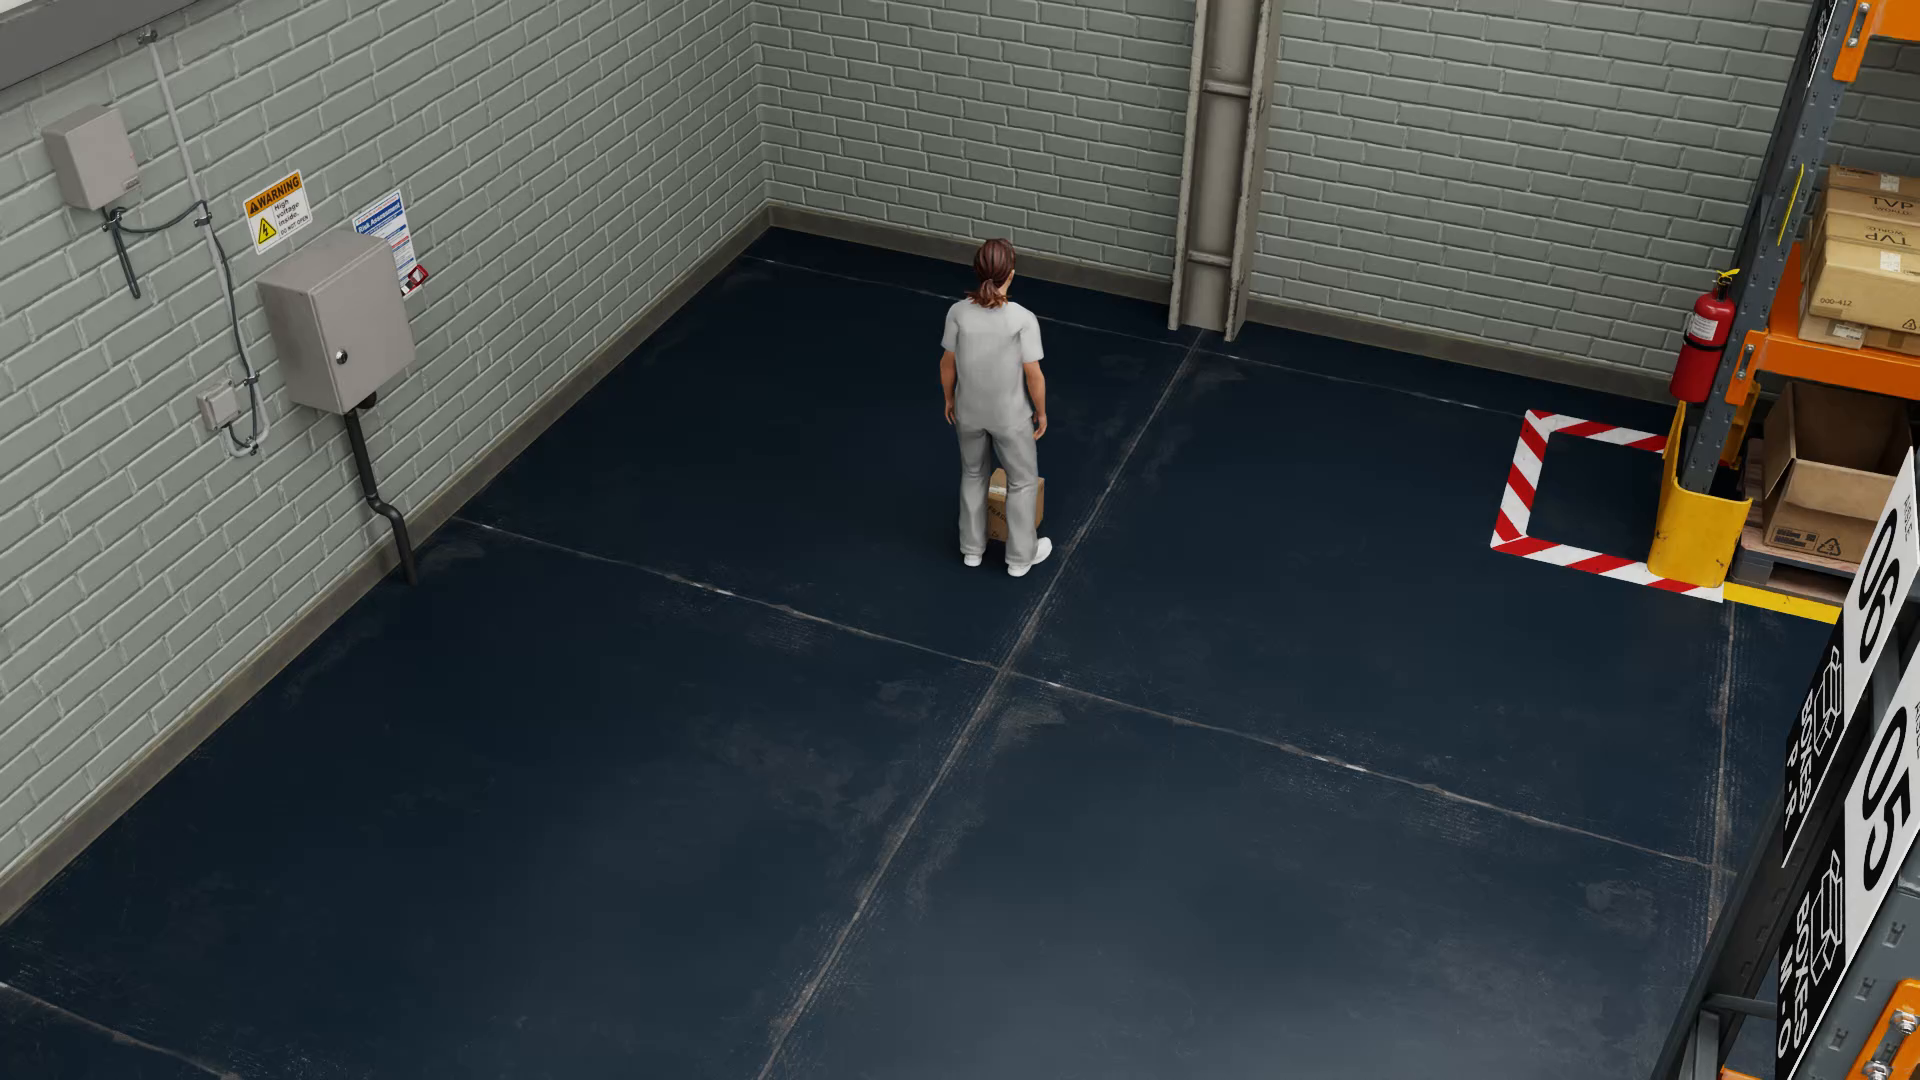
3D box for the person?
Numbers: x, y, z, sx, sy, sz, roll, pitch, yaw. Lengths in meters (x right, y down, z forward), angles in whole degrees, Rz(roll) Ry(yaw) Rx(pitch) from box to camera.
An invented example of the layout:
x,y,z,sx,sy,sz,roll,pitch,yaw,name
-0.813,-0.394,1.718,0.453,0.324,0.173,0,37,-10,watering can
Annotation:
x,y,z,sx,sy,sz,roll,pitch,yaw,name
0.165,-0.583,7.578,0.512,1.671,0.364,12,39,15,person
